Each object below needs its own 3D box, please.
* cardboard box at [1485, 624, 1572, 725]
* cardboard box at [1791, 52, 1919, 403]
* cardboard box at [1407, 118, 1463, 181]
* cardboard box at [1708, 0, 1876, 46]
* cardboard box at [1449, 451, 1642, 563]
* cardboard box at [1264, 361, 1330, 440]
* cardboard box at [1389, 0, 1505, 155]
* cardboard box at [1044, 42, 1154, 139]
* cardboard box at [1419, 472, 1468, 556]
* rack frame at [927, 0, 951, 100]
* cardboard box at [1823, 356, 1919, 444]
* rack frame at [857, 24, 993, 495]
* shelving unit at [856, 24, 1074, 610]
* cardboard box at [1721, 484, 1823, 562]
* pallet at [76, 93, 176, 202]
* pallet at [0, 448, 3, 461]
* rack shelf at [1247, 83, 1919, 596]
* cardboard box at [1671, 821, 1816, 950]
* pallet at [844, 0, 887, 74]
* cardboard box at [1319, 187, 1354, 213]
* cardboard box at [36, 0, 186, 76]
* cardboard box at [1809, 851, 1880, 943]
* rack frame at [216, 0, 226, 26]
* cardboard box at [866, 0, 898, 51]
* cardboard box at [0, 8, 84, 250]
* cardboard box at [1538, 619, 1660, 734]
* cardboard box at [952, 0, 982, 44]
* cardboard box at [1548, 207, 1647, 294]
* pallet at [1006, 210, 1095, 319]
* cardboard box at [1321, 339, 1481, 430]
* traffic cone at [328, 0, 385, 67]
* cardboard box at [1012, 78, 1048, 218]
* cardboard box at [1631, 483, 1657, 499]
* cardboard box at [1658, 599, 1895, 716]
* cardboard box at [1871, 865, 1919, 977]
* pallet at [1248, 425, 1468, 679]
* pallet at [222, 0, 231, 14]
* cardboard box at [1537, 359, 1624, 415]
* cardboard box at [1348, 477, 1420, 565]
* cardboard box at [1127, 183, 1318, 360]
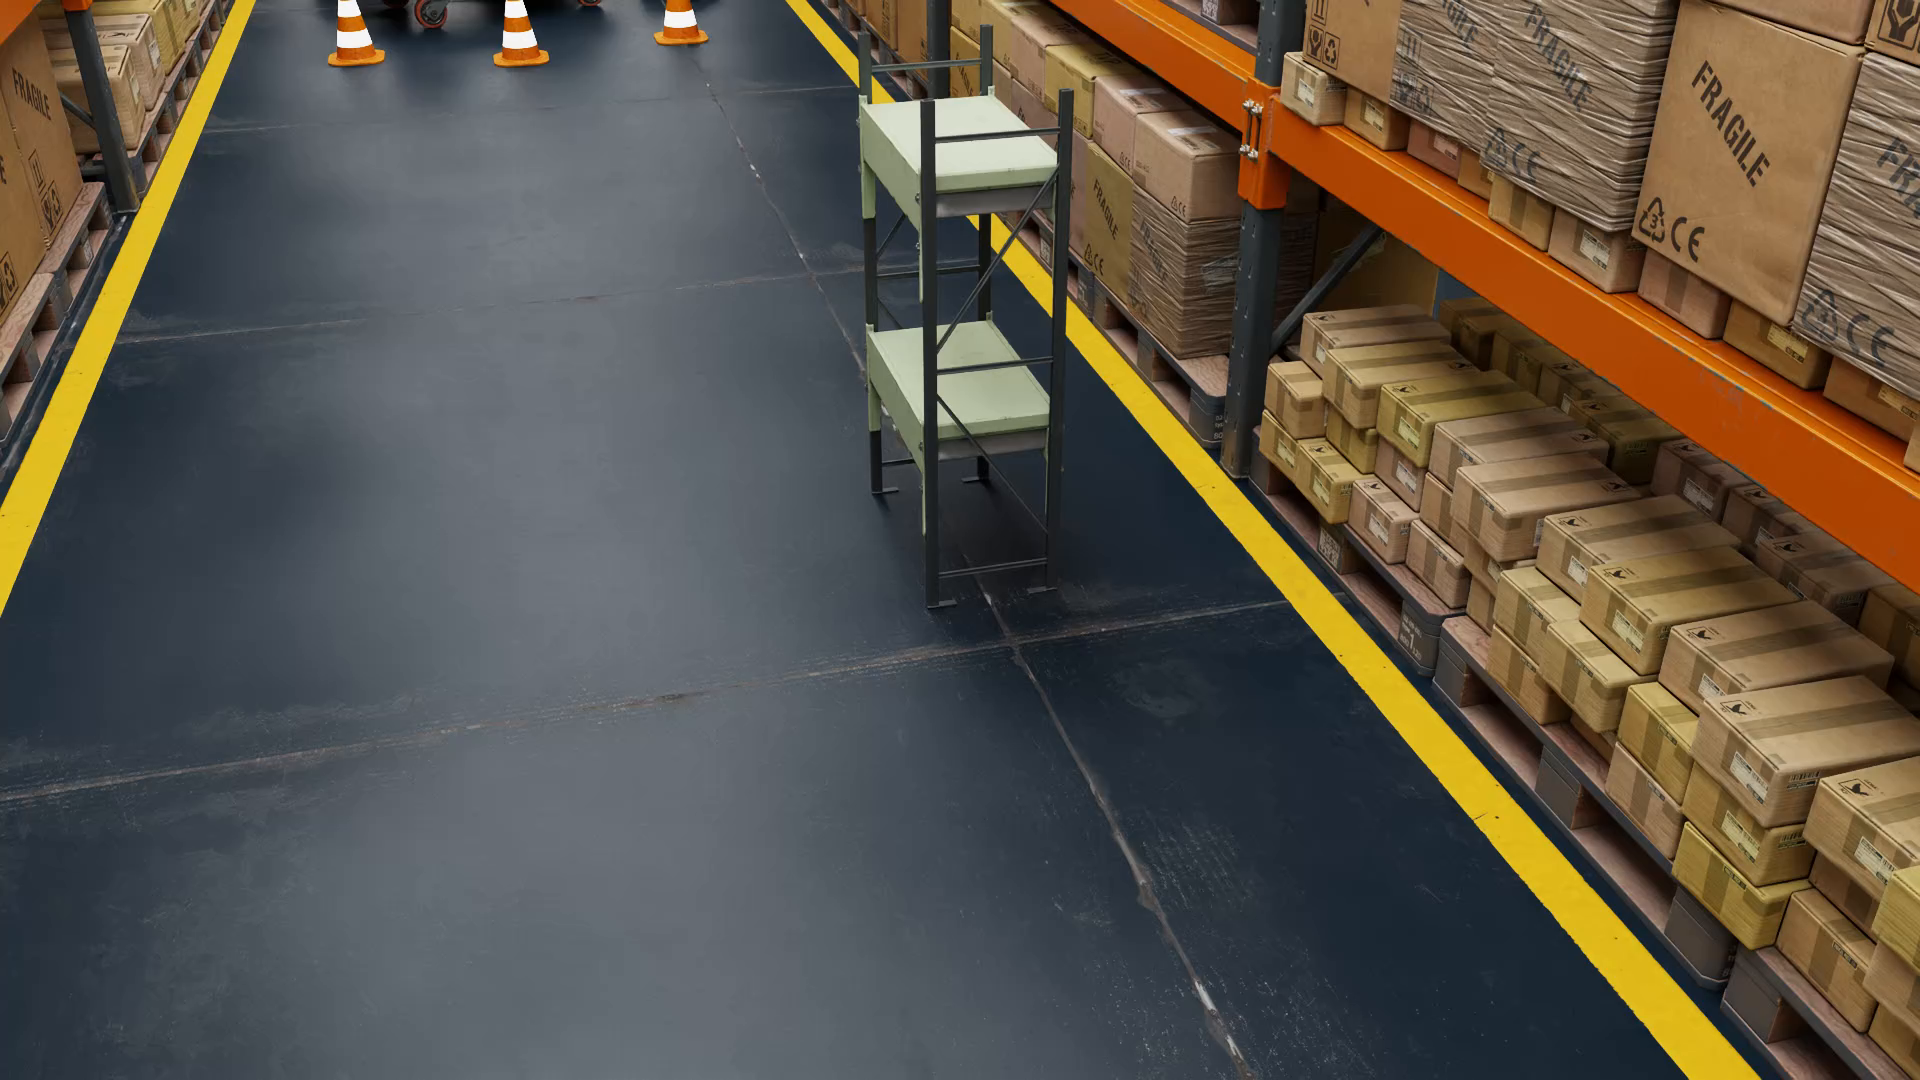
[{"bbox_3d":[1.555,0.303,4.159,0.380,0.149,0.250,-9,31,-15],"label":"cardboard box"},{"bbox_3d":[1.803,-0.505,2.731,0.500,0.500,0.500,-8,31,-13],"label":"cardboard box"},{"bbox_3d":[1.406,-1.063,4.343,0.380,0.149,0.250,-9,31,-15],"label":"cardboard box"},{"bbox_3d":[1.661,-1.199,2.933,0.500,0.500,0.500,-9,31,-15],"label":"cardboard box"},{"bbox_3d":[1.487,-0.087,4.239,0.380,0.149,0.250,-7,31,-12],"label":"cardboard box"},{"bbox_3d":[1.172,-0.448,5.159,0.380,0.149,0.250,-6,31,-11],"label":"cardboard box"},{"bbox_3d":[1.411,-1.250,4.019,0.500,0.500,0.500,-8,31,-13],"label":"cardboard box"},{"bbox_3d":[0.666,-1.843,6.767,0.500,0.250,0.500,-9,31,-15],"label":"cardboard box"},{"bbox_3d":[1.494,-0.094,4.548,0.380,0.149,0.250,-9,31,-16],"label":"cardboard box"},{"bbox_3d":[0.323,-3.521,8.339,1.000,3.000,0.127,-8,31,-13],"label":"rack frame"},{"bbox_3d":[1.830,-0.302,3.028,0.380,0.149,0.250,-9,31,-15],"label":"cardboard box"},{"bbox_3d":[-0.099,-0.829,5.185,0.400,1.500,0.023,-8,31,-13],"label":"rack frame"},{"bbox_3d":[-0.002,-0.652,4.880,0.431,1.500,0.755,-8,31,-13],"label":"shelving unit"},{"bbox_3d":[2.147,-0.037,4.152,0.380,0.149,0.250,-9,31,-15],"label":"cardboard box"},{"bbox_3d":[-4.629,-1.985,8.468,1.003,0.211,1.213,-8,31,-13],"label":"pallet"},{"bbox_3d":[-3.638,-0.038,5.104,1.003,0.211,1.213,-8,31,-13],"label":"pallet"},{"bbox_3d":[1.916,-0.312,3.512,1.077,0.370,4.000,-8,31,-13],"label":"rack shelf"},{"bbox_3d":[1.746,0.686,3.496,0.380,0.149,0.250,-9,31,-15],"label":"cardboard box"},{"bbox_3d":[-0.134,-3.293,10.728,1.003,0.211,1.213,-8,31,-13],"label":"pallet"},{"bbox_3d":[1.443,-1.405,6.011,0.500,0.250,0.500,-9,31,-15],"label":"cardboard box"},{"bbox_3d":[-4.962,-2.855,9.392,0.950,0.372,0.625,-7,31,-12],"label":"cardboard box"},{"bbox_3d":[1.919,0.655,3.253,0.380,0.149,0.250,-8,31,-14],"label":"cardboard box"},{"bbox_3d":[-5.484,-4.746,10.455,1.000,3.000,0.127,-8,31,-13],"label":"rack frame"},{"bbox_3d":[0.013,-3.457,10.054,1.050,0.750,0.750,-7,31,-13],"label":"cardboard box"},{"bbox_3d":[-4.319,-1.731,6.949,0.875,0.875,0.875,-8,31,-14],"label":"cardboard box"},{"bbox_3d":[1.592,0.295,3.876,0.380,0.149,0.250,-8,31,-13],"label":"cardboard box"},{"bbox_3d":[0.273,-2.580,8.041,0.500,0.250,0.500,-9,31,-16],"label":"cardboard box"},{"bbox_3d":[1.541,-0.670,3.665,0.380,0.149,0.250,-7,31,-11],"label":"cardboard box"},{"bbox_3d":[0.849,-1.348,7.369,1.003,0.211,1.213,-8,31,-13],"label":"pallet"},{"bbox_3d":[1.292,-0.459,4.882,0.380,0.149,0.250,-6,31,-11],"label":"cardboard box"},{"bbox_3d":[-3.805,-3.235,10.377,0.336,0.463,0.334,-8,31,-13],"label":"traffic cone"},{"bbox_3d":[0.542,-1.756,7.365,0.500,0.500,0.500,-9,31,-15],"label":"cardboard box"},{"bbox_3d":[2.005,-0.045,4.463,0.380,0.149,0.250,-7,31,-12],"label":"cardboard box"},{"bbox_3d":[1.763,0.281,3.604,0.380,0.149,0.250,-9,31,-15],"label":"cardboard box"},{"bbox_3d":[1.859,0.678,2.916,0.380,0.149,0.250,-9,31,-14],"label":"cardboard box"},{"bbox_3d":[1.597,-0.062,5.147,1.003,0.211,1.213,-8,31,-13],"label":"pallet"},{"bbox_3d":[-5.697,-3.859,11.706,1.003,0.211,1.213,-8,31,-13],"label":"pallet"},{"bbox_3d":[1.909,-0.420,4.814,0.380,0.149,0.250,-8,31,-14],"label":"cardboard box"},{"bbox_3d":[1.358,-0.077,4.815,0.380,0.149,0.250,-8,31,-14],"label":"cardboard box"},{"bbox_3d":[0.945,-1.013,6.082,0.500,0.500,0.500,-8,31,-14],"label":"cardboard box"}]
